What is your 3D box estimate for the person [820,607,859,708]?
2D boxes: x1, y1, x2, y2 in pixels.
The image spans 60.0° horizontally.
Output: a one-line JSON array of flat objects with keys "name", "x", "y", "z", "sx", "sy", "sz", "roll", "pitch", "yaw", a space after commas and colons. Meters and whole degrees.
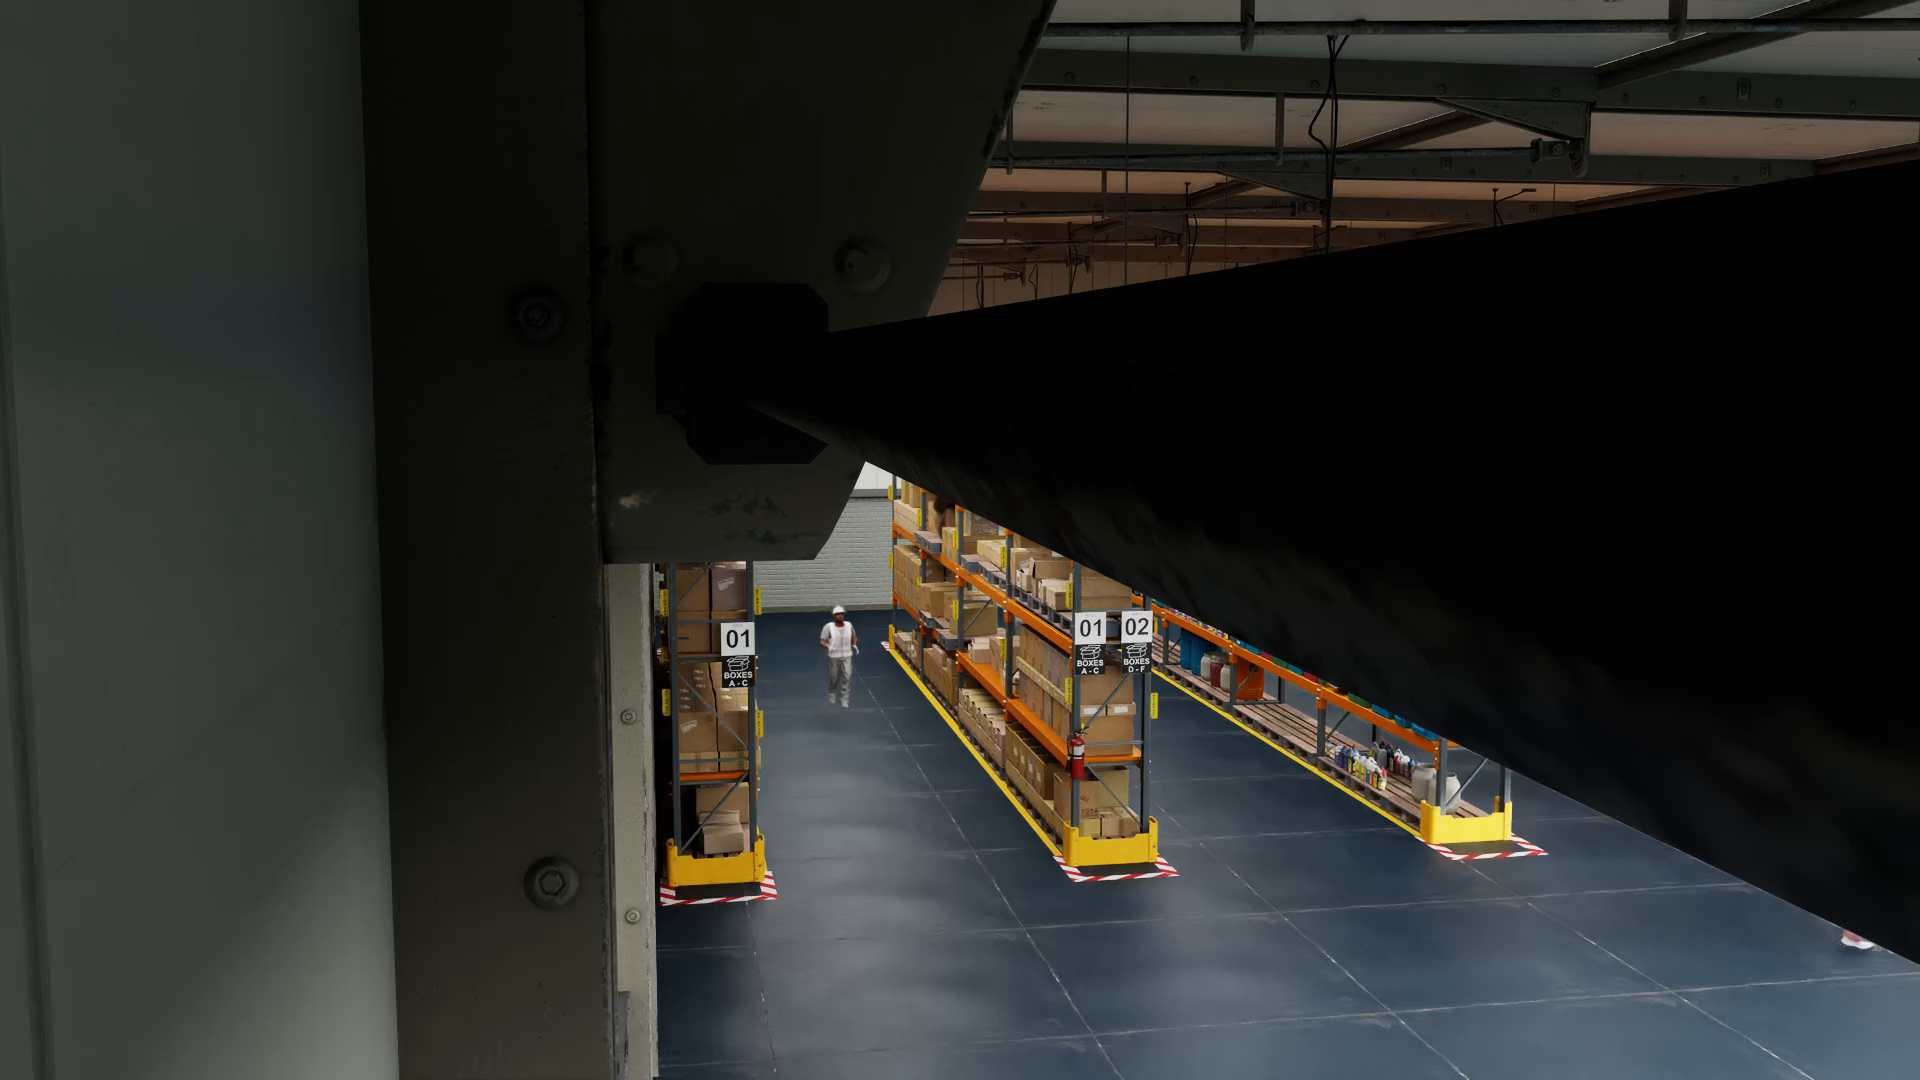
[{"name": "person", "x": -2.088, "y": 2.039, "z": 28.986, "sx": 0.692, "sy": 1.759, "sz": 0.721, "roll": -2, "pitch": 7, "yaw": -19}]

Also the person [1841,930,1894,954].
[{"name": "person", "x": 9.792, "y": 3.592, "z": 17.723, "sx": 0.668, "sy": 1.714, "sz": 0.558, "roll": 2, "pitch": 6, "yaw": 15}]
